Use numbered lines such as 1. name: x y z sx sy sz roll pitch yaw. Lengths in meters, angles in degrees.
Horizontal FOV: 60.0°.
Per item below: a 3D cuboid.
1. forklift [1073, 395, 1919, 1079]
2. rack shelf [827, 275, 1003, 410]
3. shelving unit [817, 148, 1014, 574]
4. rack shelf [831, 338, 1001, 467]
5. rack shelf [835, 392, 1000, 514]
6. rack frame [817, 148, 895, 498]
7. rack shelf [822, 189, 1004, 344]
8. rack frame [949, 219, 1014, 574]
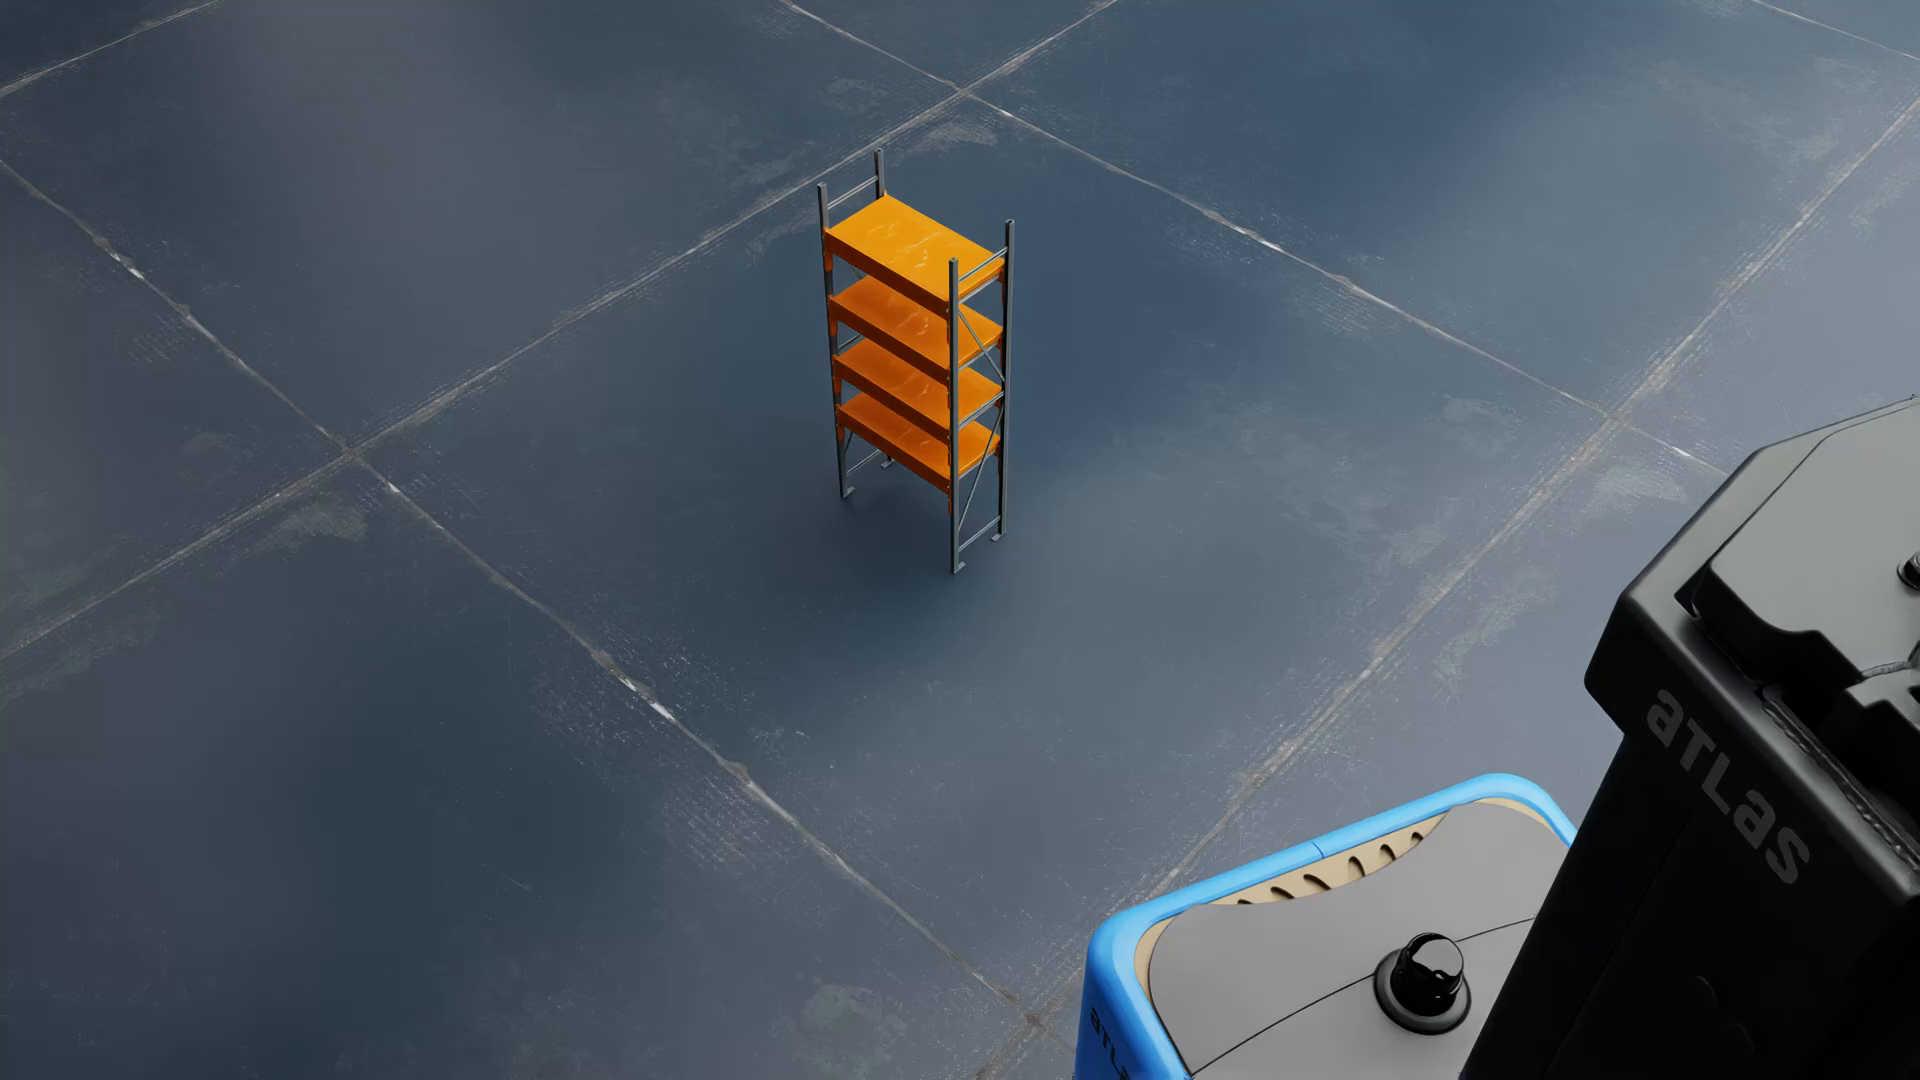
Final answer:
1. forklift: 1.256 1.311 2.009 1.130 2.935 3.031 -17 49 -15
2. rack shelf: -0.122 -0.600 4.775 0.480 0.148 0.258 34 55 28
3. shelving unit: -0.122 -0.493 4.889 0.503 1.200 0.258 34 55 28
4. rack shelf: -0.122 -0.446 4.938 0.480 0.148 0.258 34 55 28
5. rack shelf: -0.122 -0.311 5.083 0.480 0.148 0.258 34 55 28
6. rack frame: -0.301 -0.613 5.003 0.015 1.200 0.240 34 55 28
7. rack shelf: -0.122 -0.762 4.603 0.480 0.148 0.258 34 55 28
8. rack frame: 0.058 -0.372 4.776 0.015 1.200 0.240 34 55 28
